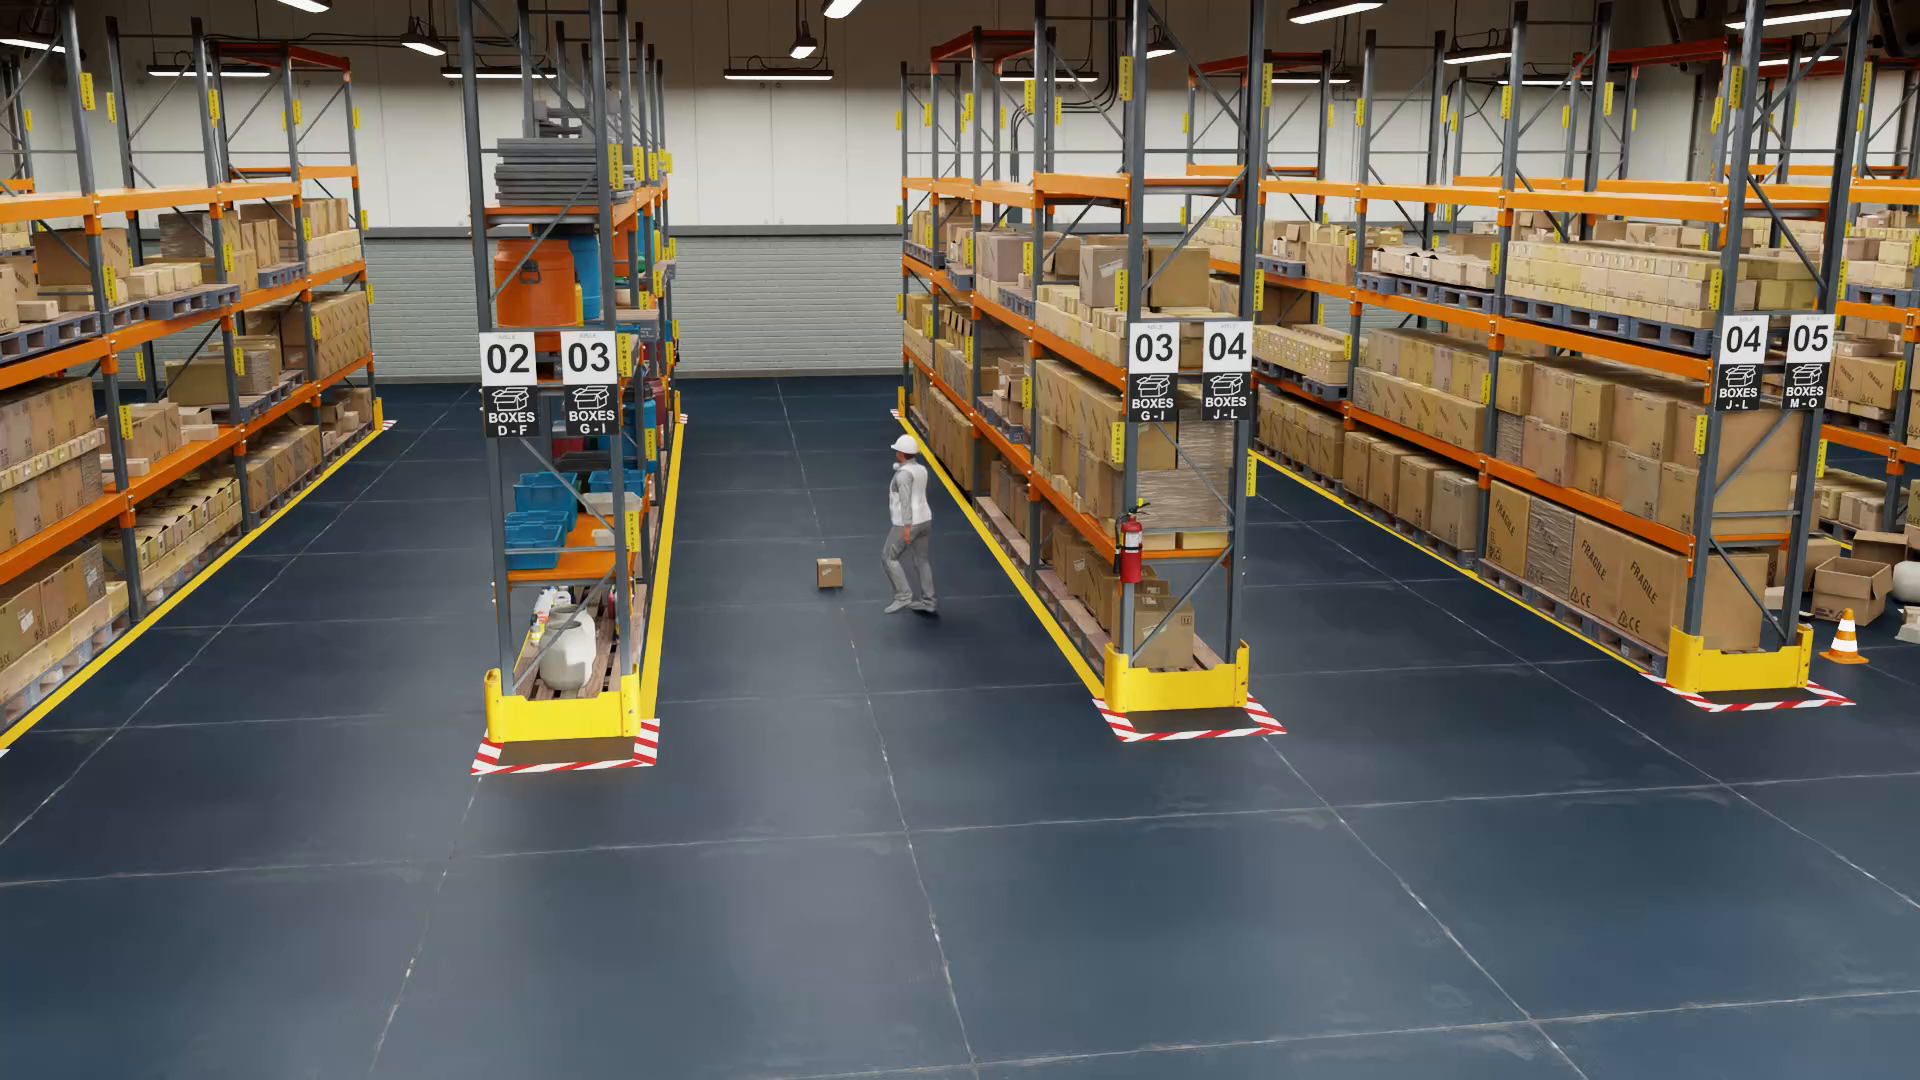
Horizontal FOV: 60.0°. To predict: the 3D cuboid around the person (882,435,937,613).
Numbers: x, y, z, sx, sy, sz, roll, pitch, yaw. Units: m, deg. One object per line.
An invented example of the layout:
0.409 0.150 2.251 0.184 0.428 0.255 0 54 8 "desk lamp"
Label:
-0.461 -0.153 16.561 0.553 1.778 0.563 8 15 31 "person"
